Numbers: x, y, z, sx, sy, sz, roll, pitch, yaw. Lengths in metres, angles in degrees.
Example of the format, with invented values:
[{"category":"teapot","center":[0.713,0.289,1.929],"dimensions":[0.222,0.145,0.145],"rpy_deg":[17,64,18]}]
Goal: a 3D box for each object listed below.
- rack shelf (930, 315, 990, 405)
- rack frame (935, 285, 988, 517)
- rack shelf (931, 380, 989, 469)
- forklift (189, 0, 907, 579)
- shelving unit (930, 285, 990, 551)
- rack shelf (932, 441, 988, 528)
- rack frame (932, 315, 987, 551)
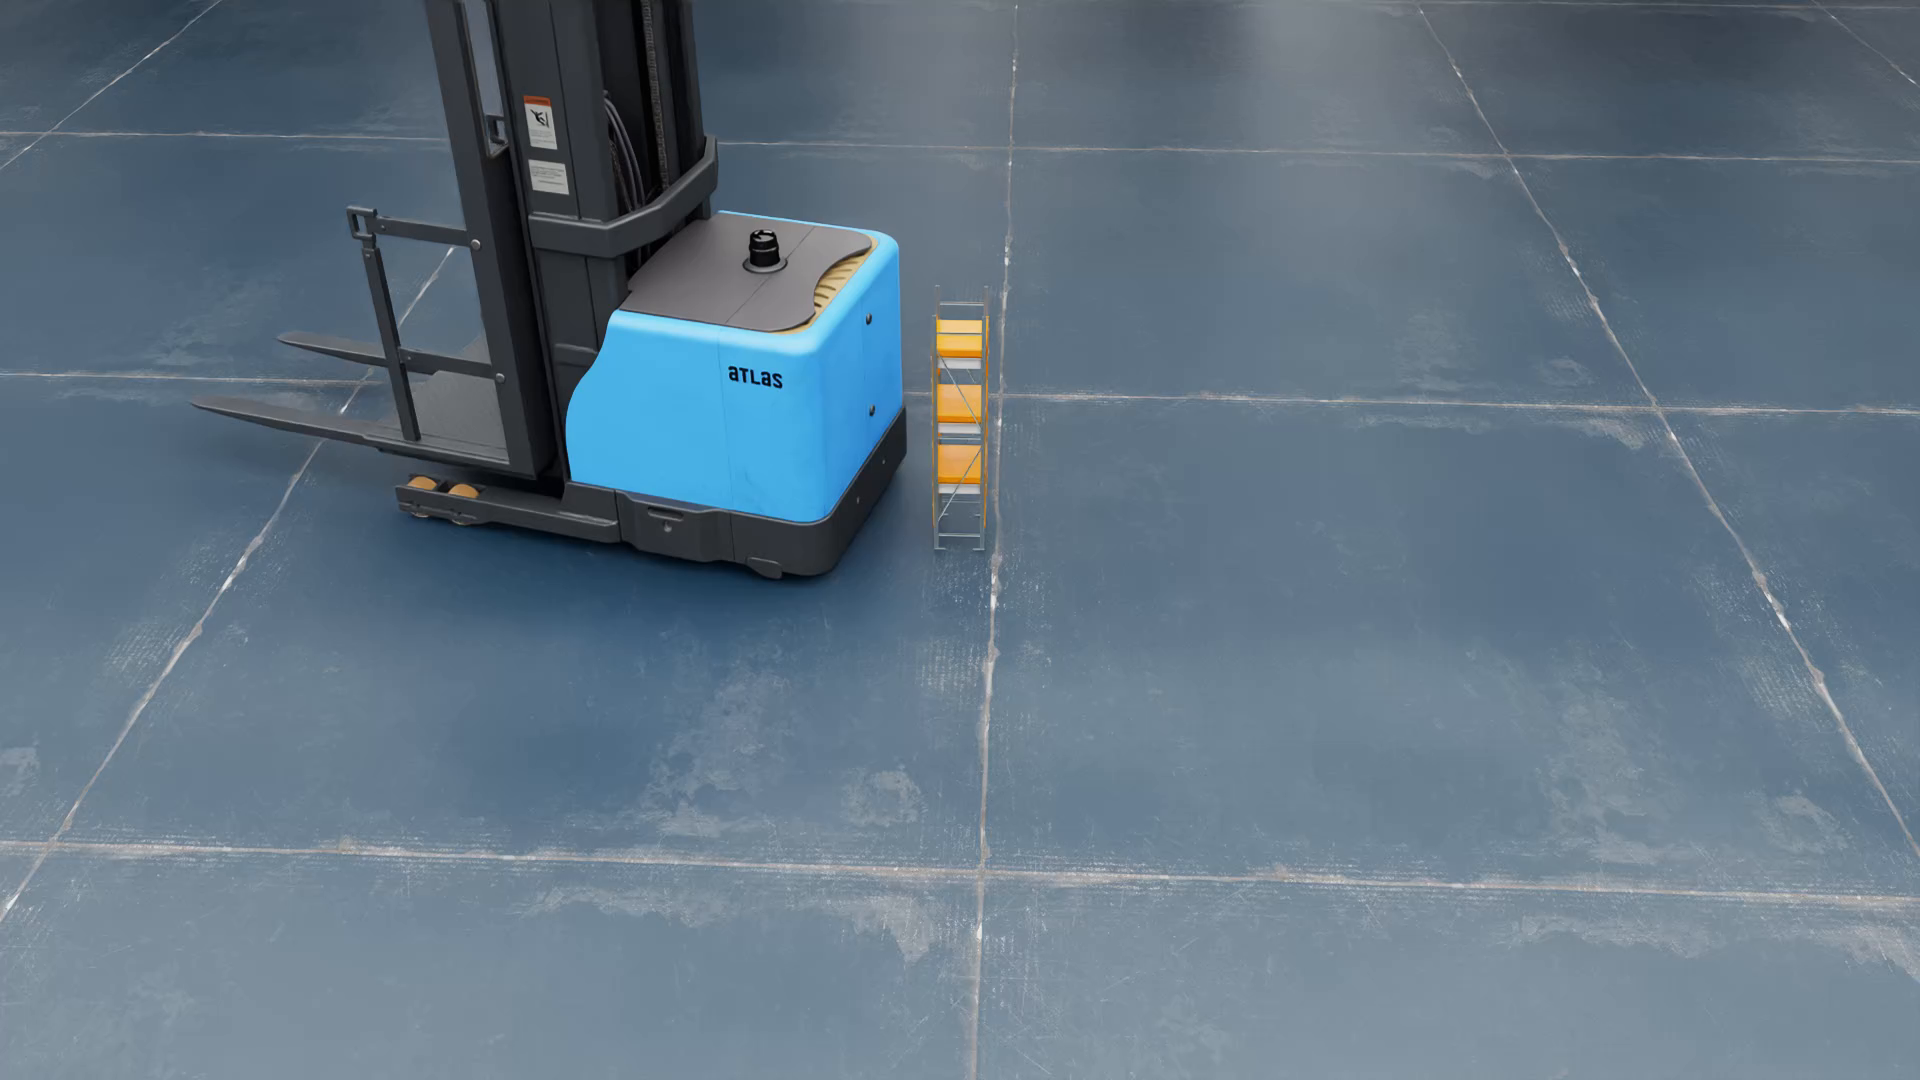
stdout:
[{"category":"rack shelf","center":[0.002,-0.684,6.335],"dimensions":[0.215,0.259,0.240],"rpy_deg":[1,35,2]},{"category":"rack frame","center":[0.007,-0.530,6.592],"dimensions":[0.200,1.050,0.008],"rpy_deg":[1,35,2]},{"category":"rack shelf","center":[0.002,-0.452,6.498],"dimensions":[0.215,0.259,0.240],"rpy_deg":[1,35,2]},{"category":"forklift","center":[-1.804,-1.536,6.387],"dimensions":[3.031,2.935,1.130],"rpy_deg":[10,36,14]},{"category":"shelving unit","center":[0.002,-0.460,6.492],"dimensions":[0.215,1.050,0.252],"rpy_deg":[1,35,2]},{"category":"rack shelf","center":[0.002,-0.224,6.658],"dimensions":[0.215,0.259,0.240],"rpy_deg":[1,35,2]},{"category":"rack frame","center":[-0.003,-0.390,6.392],"dimensions":[0.200,1.050,0.008],"rpy_deg":[1,35,2]}]
